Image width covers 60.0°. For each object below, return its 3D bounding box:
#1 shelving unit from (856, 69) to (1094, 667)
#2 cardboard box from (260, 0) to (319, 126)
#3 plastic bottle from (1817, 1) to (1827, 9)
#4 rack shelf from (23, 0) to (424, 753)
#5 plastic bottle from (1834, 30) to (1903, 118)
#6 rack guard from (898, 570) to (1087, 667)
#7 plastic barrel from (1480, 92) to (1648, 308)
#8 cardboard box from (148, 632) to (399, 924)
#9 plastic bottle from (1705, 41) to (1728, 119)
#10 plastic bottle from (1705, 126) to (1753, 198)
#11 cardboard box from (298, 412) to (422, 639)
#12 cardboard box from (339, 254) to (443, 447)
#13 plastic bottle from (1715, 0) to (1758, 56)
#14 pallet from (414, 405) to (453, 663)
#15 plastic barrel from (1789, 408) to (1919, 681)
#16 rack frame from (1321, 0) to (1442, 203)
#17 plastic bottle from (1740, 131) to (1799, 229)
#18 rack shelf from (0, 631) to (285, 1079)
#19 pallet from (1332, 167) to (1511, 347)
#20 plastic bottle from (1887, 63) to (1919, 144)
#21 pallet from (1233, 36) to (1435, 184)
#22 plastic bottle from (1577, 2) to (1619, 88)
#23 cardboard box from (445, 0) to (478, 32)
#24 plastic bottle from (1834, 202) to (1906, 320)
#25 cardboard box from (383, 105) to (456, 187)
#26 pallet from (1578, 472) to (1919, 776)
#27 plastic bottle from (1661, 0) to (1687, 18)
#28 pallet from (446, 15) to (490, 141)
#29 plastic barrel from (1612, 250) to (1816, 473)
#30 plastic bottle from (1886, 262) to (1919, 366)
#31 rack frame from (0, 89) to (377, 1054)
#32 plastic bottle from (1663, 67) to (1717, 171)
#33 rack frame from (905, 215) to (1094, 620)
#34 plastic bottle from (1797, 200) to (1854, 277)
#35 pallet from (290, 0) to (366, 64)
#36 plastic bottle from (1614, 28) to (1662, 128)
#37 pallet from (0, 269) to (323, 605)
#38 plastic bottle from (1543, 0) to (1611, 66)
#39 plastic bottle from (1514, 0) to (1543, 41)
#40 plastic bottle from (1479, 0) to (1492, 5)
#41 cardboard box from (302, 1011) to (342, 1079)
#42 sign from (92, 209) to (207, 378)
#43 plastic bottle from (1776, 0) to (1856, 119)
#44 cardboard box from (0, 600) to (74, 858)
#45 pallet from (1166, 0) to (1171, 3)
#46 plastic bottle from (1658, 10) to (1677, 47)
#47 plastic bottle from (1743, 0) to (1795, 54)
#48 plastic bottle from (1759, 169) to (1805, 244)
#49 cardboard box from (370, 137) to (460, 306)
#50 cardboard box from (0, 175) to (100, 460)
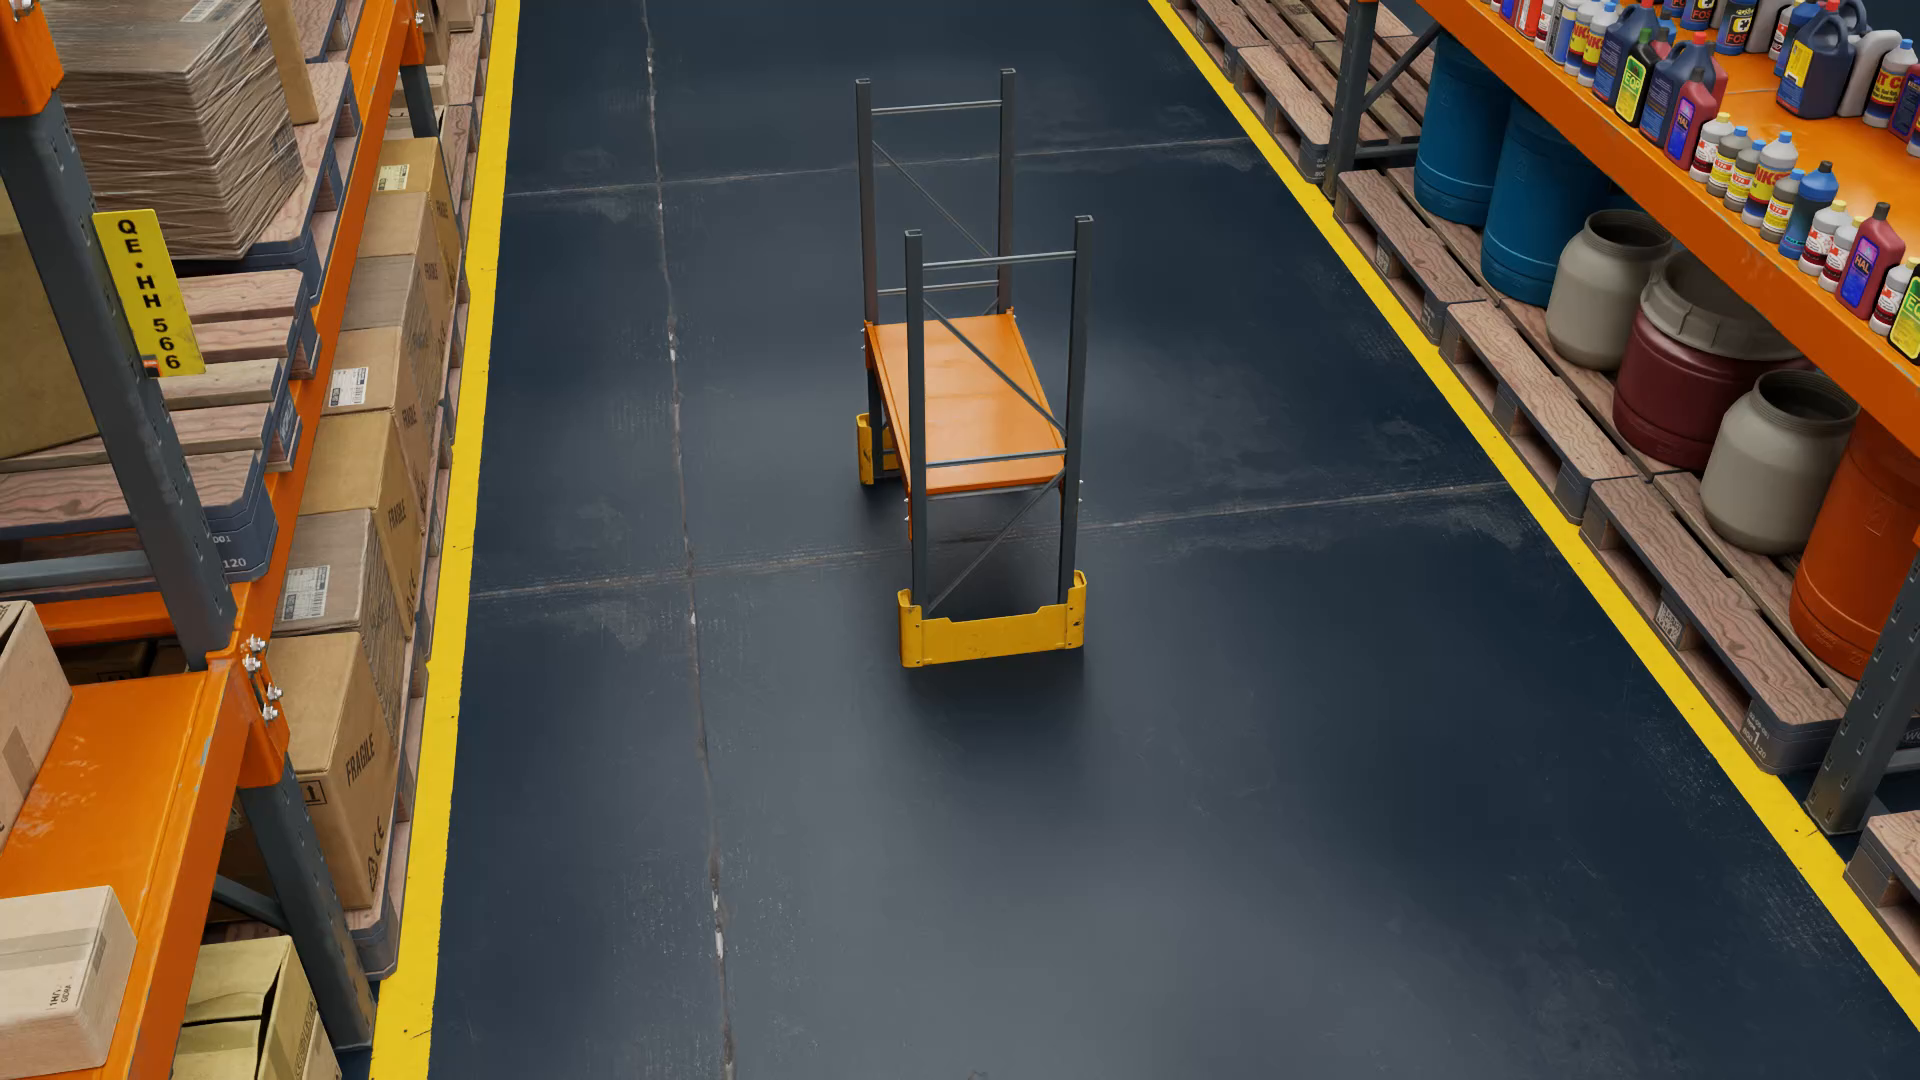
[{"bbox_3d":[0.013,-0.546,5.231,0.587,1.500,1.083,-6,38,-8],"label":"shelving unit"},{"bbox_3d":[-2.292,-1.468,4.771,0.700,0.500,0.500,-16,41,-19],"label":"cardboard box"},{"bbox_3d":[2.904,-1.723,5.618,0.061,0.283,0.133,-6,38,-8],"label":"plastic bottle"},{"bbox_3d":[-2.312,-0.831,4.961,1.077,0.370,4.000,-6,38,-8],"label":"rack shelf"},{"bbox_3d":[2.915,-1.523,5.366,0.152,0.276,0.135,-6,38,-8],"label":"plastic bottle"},{"bbox_3d":[0.101,0.248,5.227,0.587,0.250,0.087,-6,38,-8],"label":"rack guard"},{"bbox_3d":[2.417,-1.433,6.518,0.600,0.901,0.708,-6,38,-8],"label":"plastic barrel"},{"bbox_3d":[-1.760,0.600,4.211,0.500,0.500,0.500,-5,38,-6],"label":"cardboard box"},{"bbox_3d":[2.334,-1.408,5.212,0.061,0.283,0.133,-6,38,-8],"label":"plastic bottle"},{"bbox_3d":[2.280,-1.122,4.911,0.097,0.201,0.097,0,38,0],"label":"plastic bottle"},{"bbox_3d":[-1.940,-0.019,5.008,0.500,0.500,0.500,-7,38,-9],"label":"cardboard box"},{"bbox_3d":[-2.128,-0.640,5.808,0.500,0.500,0.500,-6,38,-7],"label":"cardboard box"},{"bbox_3d":[2.699,-1.829,5.764,0.097,0.271,0.097,0,38,0],"label":"plastic bottle"},{"bbox_3d":[-2.266,0.003,5.574,1.003,0.211,1.213,-6,38,-8],"label":"pallet"},{"bbox_3d":[2.813,-0.040,4.784,0.600,0.830,0.708,-6,38,-8],"label":"plastic barrel"},{"bbox_3d":[2.215,-2.854,6.979,1.000,3.000,0.127,-6,38,-8],"label":"rack frame"},{"bbox_3d":[2.314,-1.032,4.738,0.097,0.271,0.097,0,38,0],"label":"plastic bottle"},{"bbox_3d":[-1.611,1.585,1.852,1.077,0.370,4.000,-6,38,-8],"label":"rack shelf"},{"bbox_3d":[2.309,-1.282,7.228,1.003,0.211,1.213,-6,38,-8],"label":"pallet"},{"bbox_3d":[3.001,-1.391,5.190,0.061,0.283,0.133,-6,38,-8],"label":"plastic bottle"},{"bbox_3d":[2.048,-2.193,8.400,1.003,0.211,1.213,-6,38,-8],"label":"pallet"},{"bbox_3d":[2.134,-1.651,5.536,0.097,0.271,0.097,0,38,0],"label":"plastic bottle"},{"bbox_3d":[-2.889,-2.948,8.983,0.500,0.250,0.500,-6,38,-8],"label":"cardboard box"},{"bbox_3d":[2.385,-0.730,4.339,0.061,0.283,0.133,-6,38,-8],"label":"plastic bottle"},{"bbox_3d":[-2.523,-1.712,7.342,0.500,0.311,0.500,-6,38,-8],"label":"cardboard box"},{"bbox_3d":[2.737,0.192,5.331,1.003,0.211,1.213,-6,38,-8],"label":"pallet"},{"bbox_3d":[2.635,-2.050,6.049,0.097,0.271,0.097,0,38,0],"label":"plastic bottle"},{"bbox_3d":[-2.999,-2.375,8.636,1.003,0.211,1.213,-6,38,-8],"label":"pallet"},{"bbox_3d":[2.615,-0.627,5.736,0.600,0.588,0.708,-6,38,-8],"label":"plastic barrel"},{"bbox_3d":[2.425,-0.590,4.160,0.061,0.283,0.133,-6,38,-8],"label":"plastic bottle"},{"bbox_3d":[-1.961,0.093,3.186,1.000,3.000,0.127,-6,38,-8],"label":"rack frame"},{"bbox_3d":[2.225,-1.281,5.049,0.061,0.283,0.133,-6,38,-8],"label":"plastic bottle"},{"bbox_3d":[0.104,-0.234,4.828,0.500,1.500,0.032,-6,38,-8],"label":"rack frame"},{"bbox_3d":[2.365,-0.828,4.532,0.097,0.201,0.097,0,38,0],"label":"plastic bottle"},{"bbox_3d":[-2.630,-1.753,5.718,1.003,0.211,1.213,-6,38,-8],"label":"pallet"},{"bbox_3d":[2.169,-1.473,5.296,0.061,0.283,0.133,-6,38,-8],"label":"plastic bottle"},{"bbox_3d":[-2.149,-0.233,3.762,1.213,0.211,1.003,-6,38,-8],"label":"pallet"},{"bbox_3d":[2.124,-1.785,5.704,0.152,0.276,0.135,-6,38,-8],"label":"plastic bottle"},{"bbox_3d":[2.083,-1.925,5.884,0.152,0.276,0.135,-6,38,-8],"label":"plastic bottle"},{"bbox_3d":[1.995,-2.102,6.173,0.097,0.201,0.097,0,38,0],"label":"plastic bottle"},{"bbox_3d":[-1.629,1.304,3.525,0.500,0.250,0.500,-5,38,-7],"label":"cardboard box"},{"bbox_3d":[-1.415,-0.426,2.910,0.100,0.325,0.005,-6,38,-8],"label":"sign"},{"bbox_3d":[2.765,-1.551,5.342,0.144,0.351,0.185,-6,38,-8],"label":"plastic bottle"},{"bbox_3d":[-1.941,0.352,2.924,0.500,0.311,0.500,-4,38,-5],"label":"cardboard box"},{"bbox_3d":[1.620,-3.666,10.297,1.003,0.211,1.213,-6,38,-8],"label":"pallet"},{"bbox_3d":[2.293,-1.608,5.480,0.097,0.271,0.097,0,38,0],"label":"plastic bottle"},{"bbox_3d":[2.819,-1.855,5.794,0.152,0.276,0.135,-6,38,-8],"label":"plastic bottle"},{"bbox_3d":[2.331,-0.945,4.684,0.097,0.201,0.097,0,38,0],"label":"plastic bottle"},{"bbox_3d":[-2.294,-1.243,6.584,0.500,0.500,0.500,-6,38,-8],"label":"cardboard box"},{"bbox_3d":[-2.183,-0.481,3.500,0.700,0.500,0.500,-19,42,-23],"label":"cardboard box"}]
